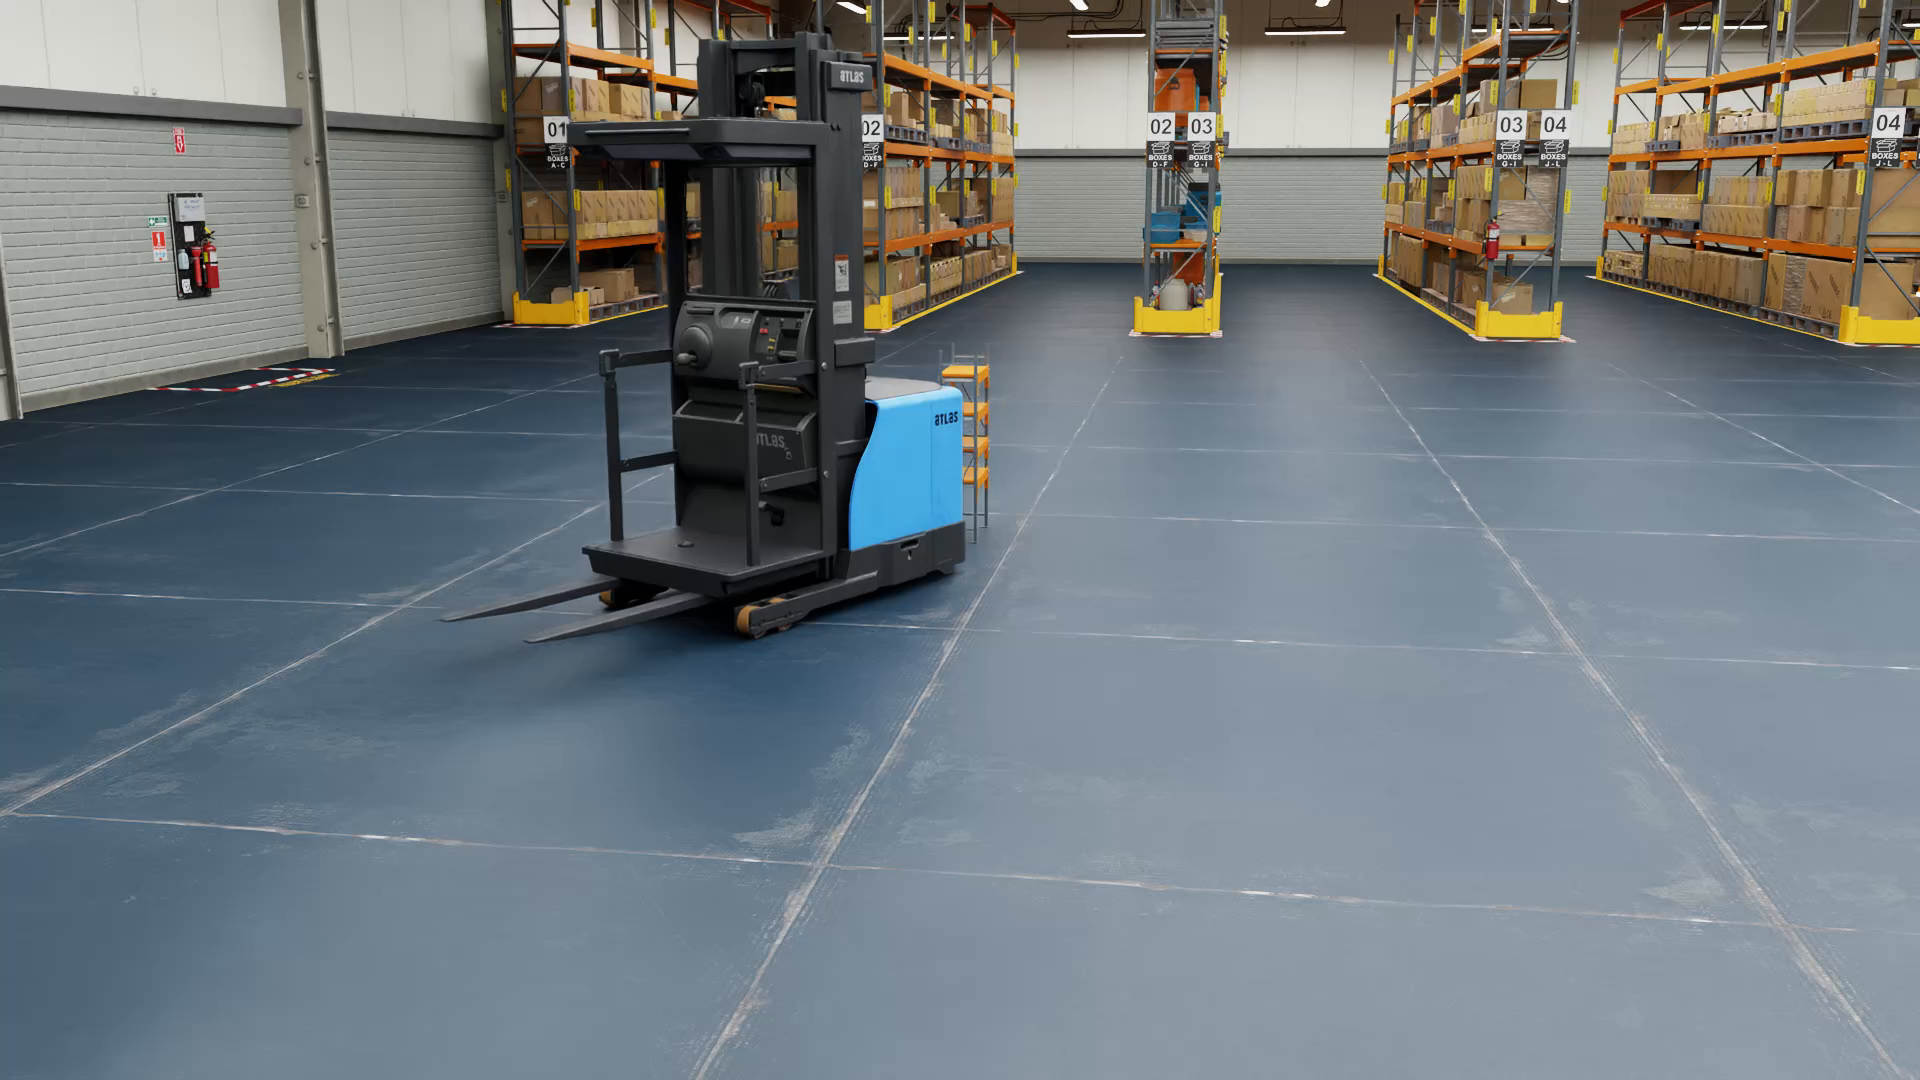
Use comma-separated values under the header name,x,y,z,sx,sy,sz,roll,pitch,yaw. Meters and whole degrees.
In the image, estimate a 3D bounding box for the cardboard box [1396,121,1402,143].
name,x,y,z,sx,sy,sz,roll,pitch,yaw
cardboard box,10.374,-9.314,37.999,0.700,0.500,0.500,1,12,7

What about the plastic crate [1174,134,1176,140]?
name,x,y,z,sx,sy,sz,roll,pitch,yaw
plastic crate,3.247,-6.463,26.279,0.392,0.384,0.575,2,12,9

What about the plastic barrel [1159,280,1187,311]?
name,x,y,z,sx,sy,sz,roll,pitch,yaw
plastic barrel,3.277,-3.726,25.571,0.421,0.512,0.421,0,12,0

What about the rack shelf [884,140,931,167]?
name,x,y,z,sx,sy,sz,roll,pitch,yaw
rack shelf,-1.335,-6.290,27.146,1.077,0.370,4.000,2,12,9

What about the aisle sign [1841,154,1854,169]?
name,x,y,z,sx,sy,sz,roll,pitch,yaw
aisle sign,20.123,-8.742,37.766,0.394,0.787,0.004,2,12,9

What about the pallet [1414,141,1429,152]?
name,x,y,z,sx,sy,sz,roll,pitch,yaw
pallet,9.592,-7.845,33.103,1.003,0.211,1.213,2,12,11

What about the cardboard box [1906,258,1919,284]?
name,x,y,z,sx,sy,sz,roll,pitch,yaw
cardboard box,19.767,-5.649,33.631,0.875,0.875,0.875,2,12,10

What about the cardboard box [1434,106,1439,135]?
name,x,y,z,sx,sy,sz,roll,pitch,yaw
cardboard box,8.968,-7.667,30.405,0.500,0.500,0.500,2,12,9

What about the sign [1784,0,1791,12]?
name,x,y,z,sx,sy,sz,roll,pitch,yaw
sign,13.108,-8.531,26.313,0.100,0.325,0.005,2,12,9

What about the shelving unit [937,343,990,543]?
name,x,y,z,sx,sy,sz,roll,pitch,yaw
shelving unit,0.025,-0.621,10.527,0.258,1.200,0.503,2,12,9

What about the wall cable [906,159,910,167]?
name,x,y,z,sx,sy,sz,roll,pitch,yaw
wall cable,-2.854,-10.830,46.755,3.097,2.526,0.112,2,12,9

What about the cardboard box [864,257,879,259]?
name,x,y,z,sx,sy,sz,roll,pitch,yaw
cardboard box,-1.561,-4.525,28.118,0.500,0.500,0.500,2,12,9

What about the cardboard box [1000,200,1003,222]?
name,x,y,z,sx,sy,sz,roll,pitch,yaw
cardboard box,0.706,-7.614,38.464,0.500,0.500,0.500,2,12,8

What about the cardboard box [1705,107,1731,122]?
name,x,y,z,sx,sy,sz,roll,pitch,yaw
cardboard box,14.067,-7.903,30.868,0.396,0.266,0.258,2,12,9

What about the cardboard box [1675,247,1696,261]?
name,x,y,z,sx,sy,sz,roll,pitch,yaw
cardboard box,14.174,-5.527,32.175,0.500,0.250,0.500,2,12,9

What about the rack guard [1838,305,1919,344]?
name,x,y,z,sx,sy,sz,roll,pitch,yaw
rack guard,13.027,-3.028,23.358,1.175,0.500,0.348,2,12,9

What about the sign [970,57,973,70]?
name,x,y,z,sx,sy,sz,roll,pitch,yaw
sign,0.282,-11.535,40.252,0.100,0.325,0.005,2,12,9

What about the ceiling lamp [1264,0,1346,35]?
name,x,y,z,sx,sy,sz,roll,pitch,yaw
ceiling lamp,8.614,-14.191,41.128,2.000,3.185,0.800,2,12,9

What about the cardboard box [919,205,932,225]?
name,x,y,z,sx,sy,sz,roll,pitch,yaw
cardboard box,-0.812,-5.909,30.556,0.500,0.500,0.500,3,12,13

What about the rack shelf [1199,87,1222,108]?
name,x,y,z,sx,sy,sz,roll,pitch,yaw
rack shelf,4.790,-9.065,33.851,1.077,0.370,4.000,2,12,9

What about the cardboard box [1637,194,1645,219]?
name,x,y,z,sx,sy,sz,roll,pitch,yaw
cardboard box,14.672,-7.057,35.177,0.500,0.500,0.500,2,12,9

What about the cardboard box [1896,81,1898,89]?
name,x,y,z,sx,sy,sz,roll,pitch,yaw
cardboard box,13.515,-6.460,23.698,0.380,0.149,0.250,2,12,9

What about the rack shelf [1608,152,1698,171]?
name,x,y,z,sx,sy,sz,roll,pitch,yaw
rack shelf,15.184,-8.284,36.401,1.077,0.370,4.000,2,12,9

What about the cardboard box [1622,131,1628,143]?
name,x,y,z,sx,sy,sz,roll,pitch,yaw
cardboard box,14.999,-8.927,36.845,0.500,0.250,0.500,2,12,9

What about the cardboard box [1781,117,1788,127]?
name,x,y,z,sx,sy,sz,roll,pitch,yaw
cardboard box,13.254,-6.621,26.337,0.380,0.149,0.250,2,12,8

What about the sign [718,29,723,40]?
name,x,y,z,sx,sy,sz,roll,pitch,yaw
sign,-4.770,-9.996,33.112,0.100,0.325,0.005,2,12,9

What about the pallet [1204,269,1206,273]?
name,x,y,z,sx,sy,sz,roll,pitch,yaw
pallet,5.357,-6.141,38.489,1.003,0.211,1.213,2,12,9

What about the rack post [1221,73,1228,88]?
name,x,y,z,sx,sy,sz,roll,pitch,yaw
rack post,4.912,-9.358,33.744,0.937,0.300,0.954,3,13,15

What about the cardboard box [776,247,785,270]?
name,x,y,z,sx,sy,sz,roll,pitch,yaw
cardboard box,-4.476,-6.552,38.713,0.700,0.500,0.500,2,12,9

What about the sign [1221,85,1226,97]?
name,x,y,z,sx,sy,sz,roll,pitch,yaw
sign,6.258,-10.689,39.496,0.100,0.325,0.005,2,12,9

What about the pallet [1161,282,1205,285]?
name,x,y,z,sx,sy,sz,roll,pitch,yaw
pallet,4.562,-5.065,33.495,1.003,0.211,1.213,2,12,9

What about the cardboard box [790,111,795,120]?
name,x,y,z,sx,sy,sz,roll,pitch,yaw
cardboard box,-4.162,-9.780,38.975,0.500,0.500,0.500,2,12,9

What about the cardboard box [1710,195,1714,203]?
name,x,y,z,sx,sy,sz,roll,pitch,yaw
cardboard box,14.646,-6.546,31.934,0.380,0.149,0.250,1,12,6

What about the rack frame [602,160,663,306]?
name,x,y,z,sx,sy,sz,roll,pitch,yaw
rack frame,-5.922,-5.751,30.059,1.000,3.000,0.127,2,12,9

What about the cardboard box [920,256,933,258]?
name,x,y,z,sx,sy,sz,roll,pitch,yaw
cardboard box,-0.783,-5.460,32.907,0.500,0.311,0.500,2,12,11

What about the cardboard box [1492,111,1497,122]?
name,x,y,z,sx,sy,sz,roll,pitch,yaw
cardboard box,7.880,-6.093,23.934,0.380,0.149,0.250,2,12,9

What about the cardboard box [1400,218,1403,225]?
name,x,y,z,sx,sy,sz,roll,pitch,yaw
cardboard box,9.714,-6.886,35.923,0.380,0.149,0.250,2,12,9

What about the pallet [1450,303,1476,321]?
name,x,y,z,sx,sy,sz,roll,pitch,yaw
pallet,8.692,-3.766,27.465,1.003,0.211,1.213,2,12,9

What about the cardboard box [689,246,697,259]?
name,x,y,z,sx,sy,sz,roll,pitch,yaw
cardboard box,-5.516,-5.675,32.817,0.500,0.250,0.500,2,12,10

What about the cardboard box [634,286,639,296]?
name,x,y,z,sx,sy,sz,roll,pitch,yaw
cardboard box,-5.975,-4.469,29.790,0.380,0.166,0.250,0,12,1

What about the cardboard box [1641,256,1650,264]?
name,x,y,z,sx,sy,sz,roll,pitch,yaw
cardboard box,14.674,-5.938,35.286,0.380,0.149,0.250,2,12,10

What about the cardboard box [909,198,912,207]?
name,x,y,z,sx,sy,sz,roll,pitch,yaw
cardboard box,-1.016,-5.682,27.962,0.380,0.149,0.250,2,12,8

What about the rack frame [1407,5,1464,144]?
name,x,y,z,sx,sy,sz,roll,pitch,yaw
rack frame,9.991,-9.868,34.921,1.000,3.000,0.127,2,12,9

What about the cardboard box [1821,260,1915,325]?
name,x,y,z,sx,sy,sz,roll,pitch,yaw
cardboard box,13.070,-3.565,23.963,0.875,0.875,0.875,2,12,9

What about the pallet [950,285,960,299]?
name,x,y,z,sx,sy,sz,roll,pitch,yaw
pallet,-0.577,-4.891,32.686,1.003,0.211,1.213,2,12,9

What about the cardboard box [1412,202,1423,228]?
name,x,y,z,sx,sy,sz,roll,pitch,yaw
cardboard box,9.445,-6.580,33.666,0.500,0.500,0.500,2,12,10

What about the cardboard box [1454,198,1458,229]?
name,x,y,z,sx,sy,sz,roll,pitch,yaw
cardboard box,8.630,-5.372,27.358,0.875,0.500,0.500,2,12,9

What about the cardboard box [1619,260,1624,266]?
name,x,y,z,sx,sy,sz,roll,pitch,yaw
cardboard box,15.016,-6.225,37.323,0.380,0.149,0.250,1,12,6

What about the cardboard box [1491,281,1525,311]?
name,x,y,z,sx,sy,sz,roll,pitch,yaw
cardboard box,8.316,-3.675,25.364,0.500,0.500,0.500,5,13,23

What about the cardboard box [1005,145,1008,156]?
name,x,y,z,sx,sy,sz,roll,pitch,yaw
cardboard box,0.848,-9.159,39.107,0.500,0.250,0.500,2,12,9

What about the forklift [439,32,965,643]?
name,x,y,z,sx,sy,sz,roll,pitch,yaw
forklift,-1.254,-1.061,8.461,1.130,2.935,3.031,9,15,36

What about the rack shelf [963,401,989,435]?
name,x,y,z,sx,sy,sz,roll,pitch,yaw
rack shelf,0.025,-0.774,10.494,0.258,0.148,0.480,2,12,9

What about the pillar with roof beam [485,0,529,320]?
name,x,y,z,sx,sy,sz,roll,pitch,yaw
pillar with roof beam,-3.031,-7.885,25.723,9.100,9.000,0.400,2,12,9

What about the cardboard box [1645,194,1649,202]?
name,x,y,z,sx,sy,sz,roll,pitch,yaw
cardboard box,14.361,-7.059,34.318,0.380,0.149,0.250,3,12,12

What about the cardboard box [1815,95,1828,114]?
name,x,y,z,sx,sy,sz,roll,pitch,yaw
cardboard box,13.064,-6.472,24.701,0.500,0.250,0.500,2,12,9

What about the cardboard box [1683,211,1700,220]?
name,x,y,z,sx,sy,sz,roll,pitch,yaw
cardboard box,13.883,-6.121,31.374,0.380,0.149,0.250,2,12,10

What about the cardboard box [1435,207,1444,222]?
name,x,y,z,sx,sy,sz,roll,pitch,yaw
cardboard box,8.891,-5.893,30.076,0.500,0.250,0.500,2,12,7

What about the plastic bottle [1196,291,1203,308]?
name,x,y,z,sx,sy,sz,roll,pitch,yaw
plastic bottle,3.838,-3.846,26.652,0.097,0.271,0.097,0,12,0
